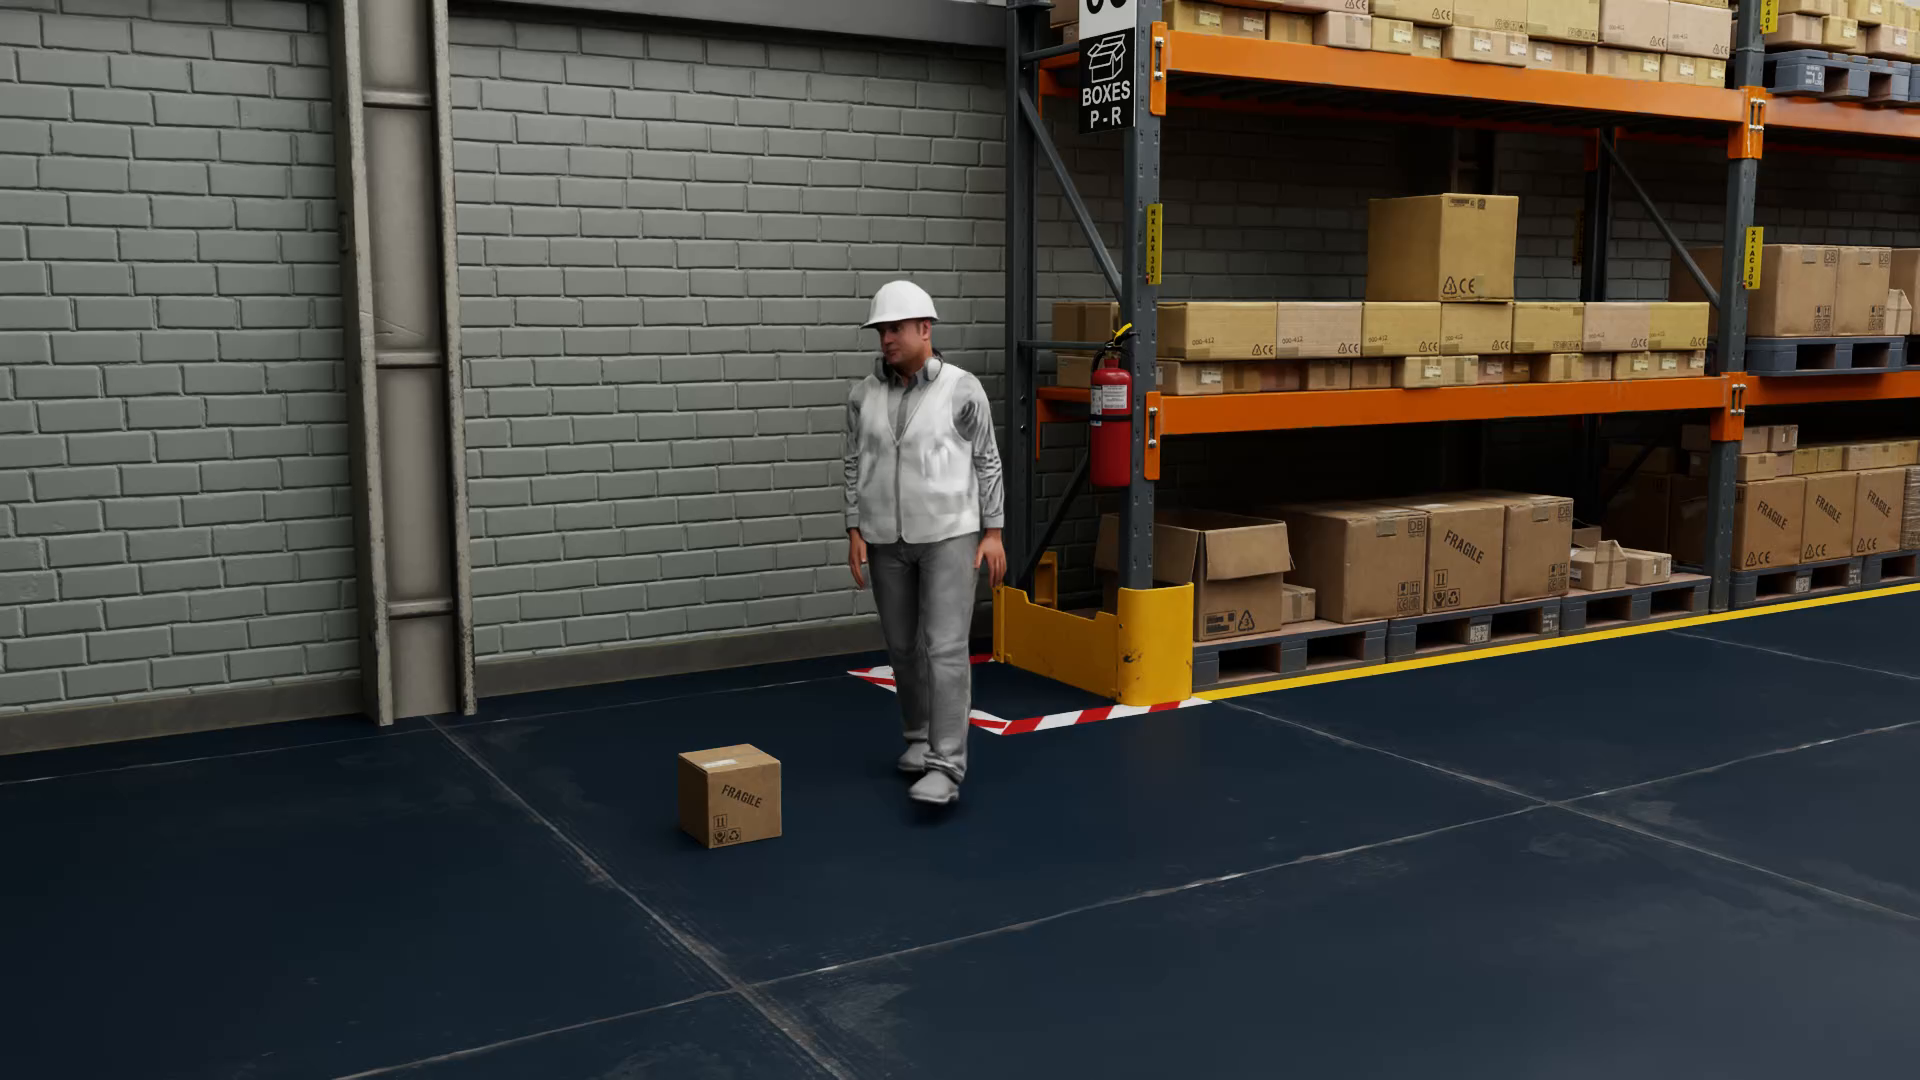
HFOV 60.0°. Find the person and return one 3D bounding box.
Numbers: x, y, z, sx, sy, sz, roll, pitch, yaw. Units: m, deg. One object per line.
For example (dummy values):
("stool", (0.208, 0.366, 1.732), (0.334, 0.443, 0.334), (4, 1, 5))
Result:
("person", (-0.158, -0.008, 5.715), (0.567, 1.749, 0.788), (3, 9, 21))
